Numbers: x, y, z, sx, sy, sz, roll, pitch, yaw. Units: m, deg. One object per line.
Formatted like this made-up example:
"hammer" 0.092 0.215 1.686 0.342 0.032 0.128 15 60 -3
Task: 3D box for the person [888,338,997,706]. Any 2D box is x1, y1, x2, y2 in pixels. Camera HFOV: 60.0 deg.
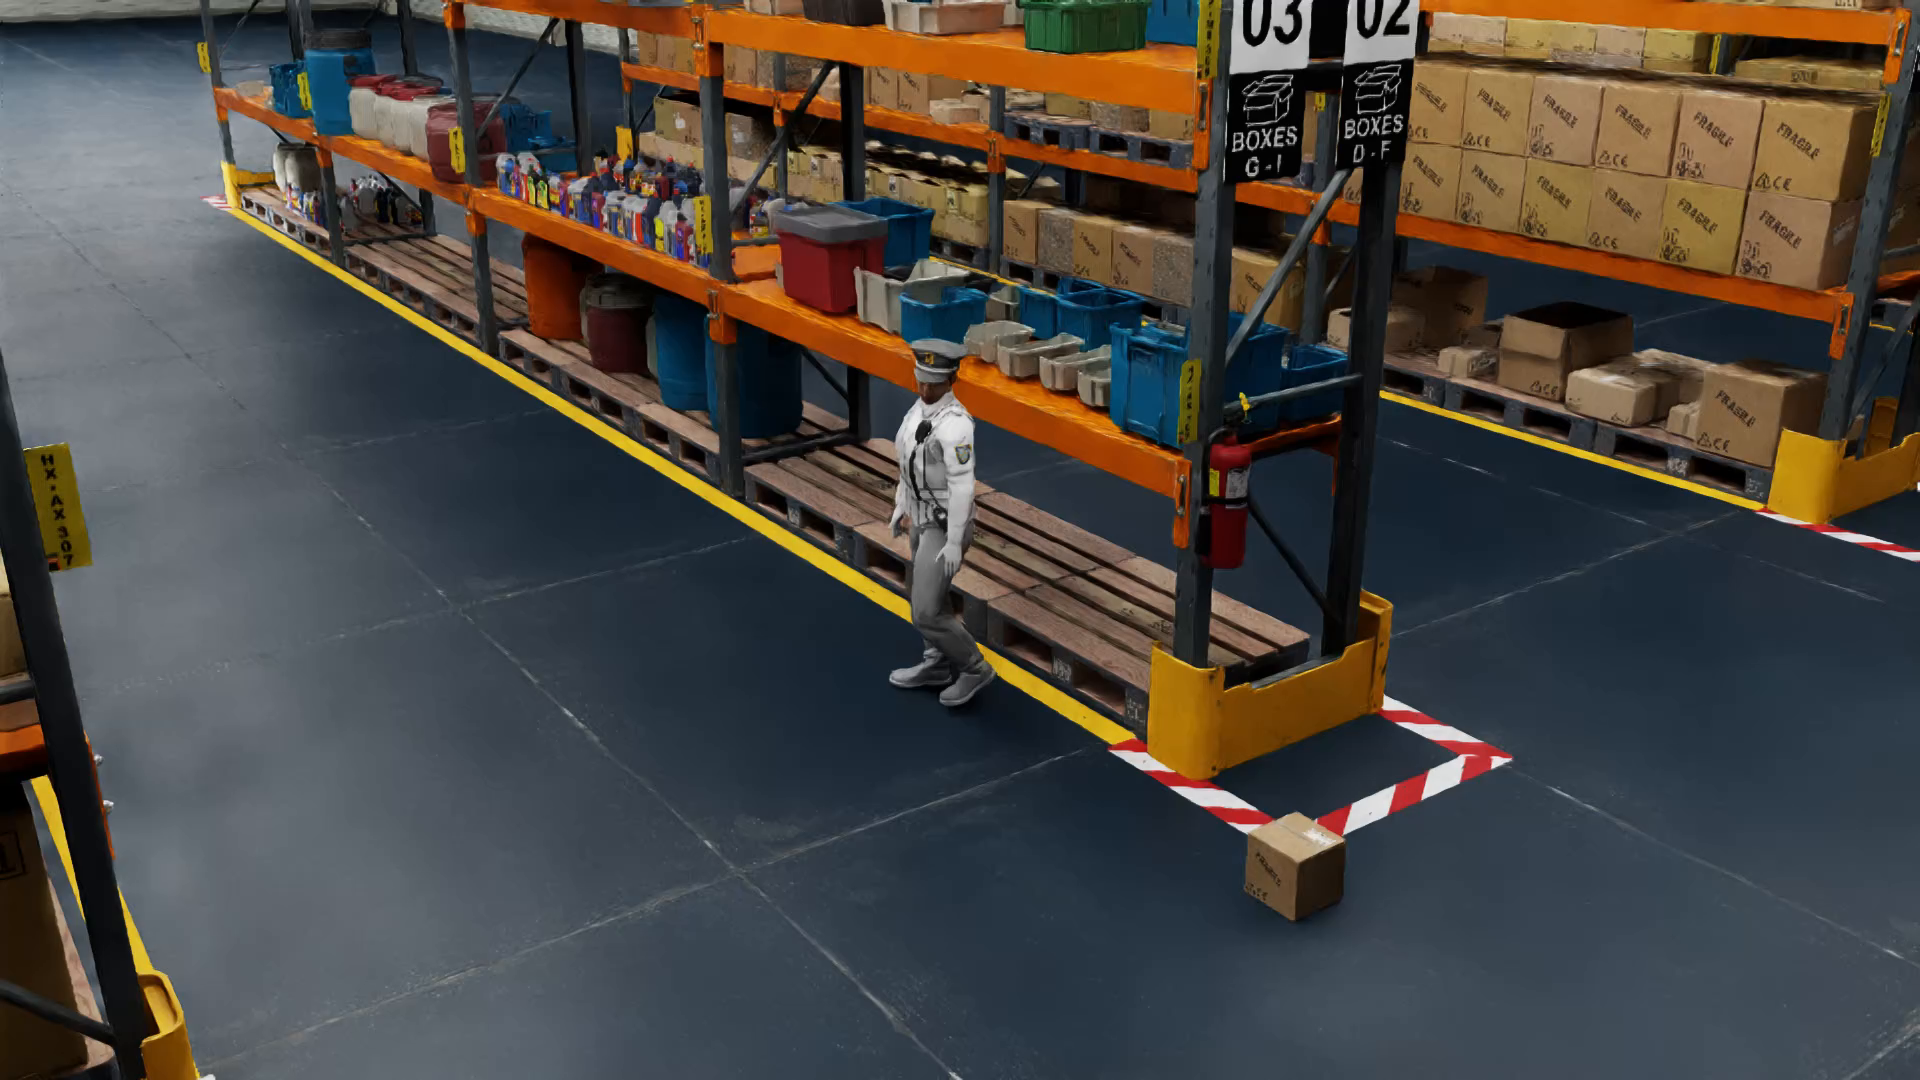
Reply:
"person" -0.073 -0.065 7.204 0.408 1.664 0.553 -6 22 -15
